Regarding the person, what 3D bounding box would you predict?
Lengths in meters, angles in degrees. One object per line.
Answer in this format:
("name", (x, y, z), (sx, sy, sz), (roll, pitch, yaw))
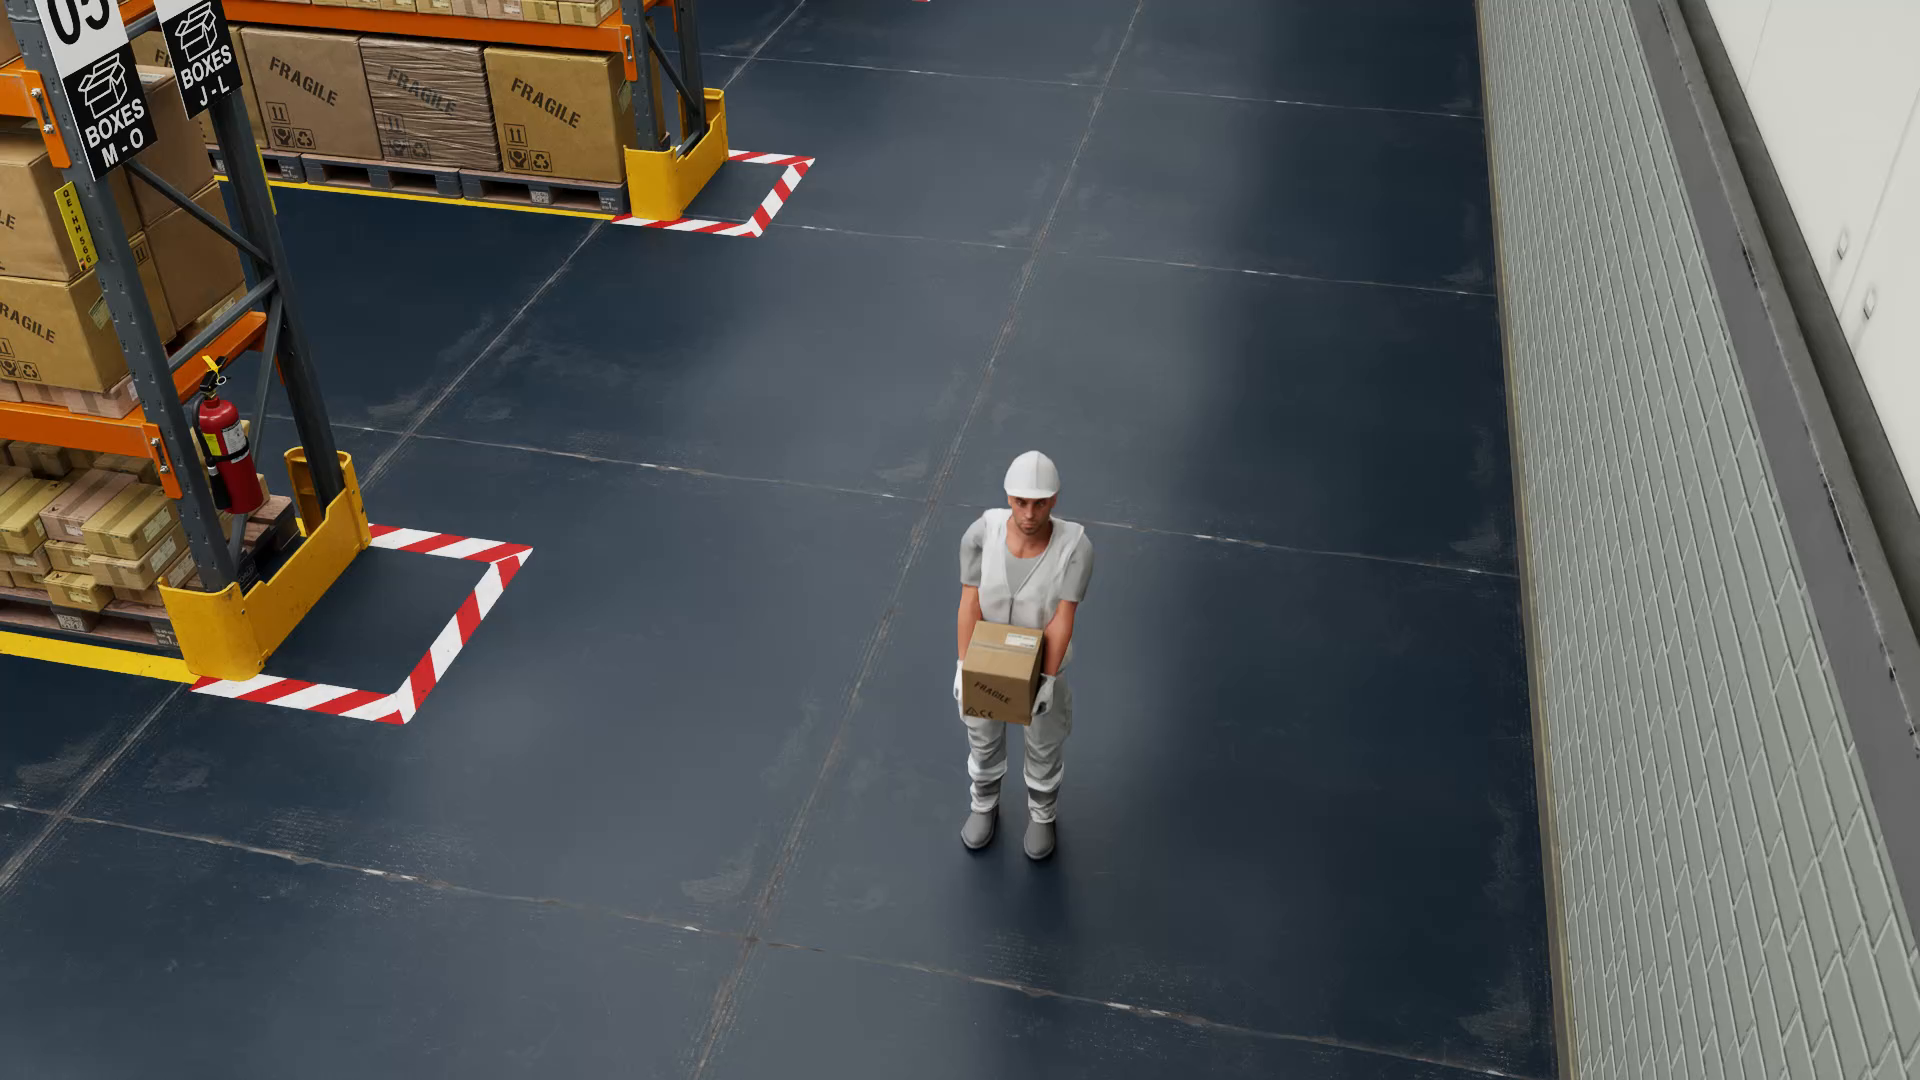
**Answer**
("person", (0.212, 0.516, 6.246), (0.494, 1.783, 0.568), (8, 37, 11))
